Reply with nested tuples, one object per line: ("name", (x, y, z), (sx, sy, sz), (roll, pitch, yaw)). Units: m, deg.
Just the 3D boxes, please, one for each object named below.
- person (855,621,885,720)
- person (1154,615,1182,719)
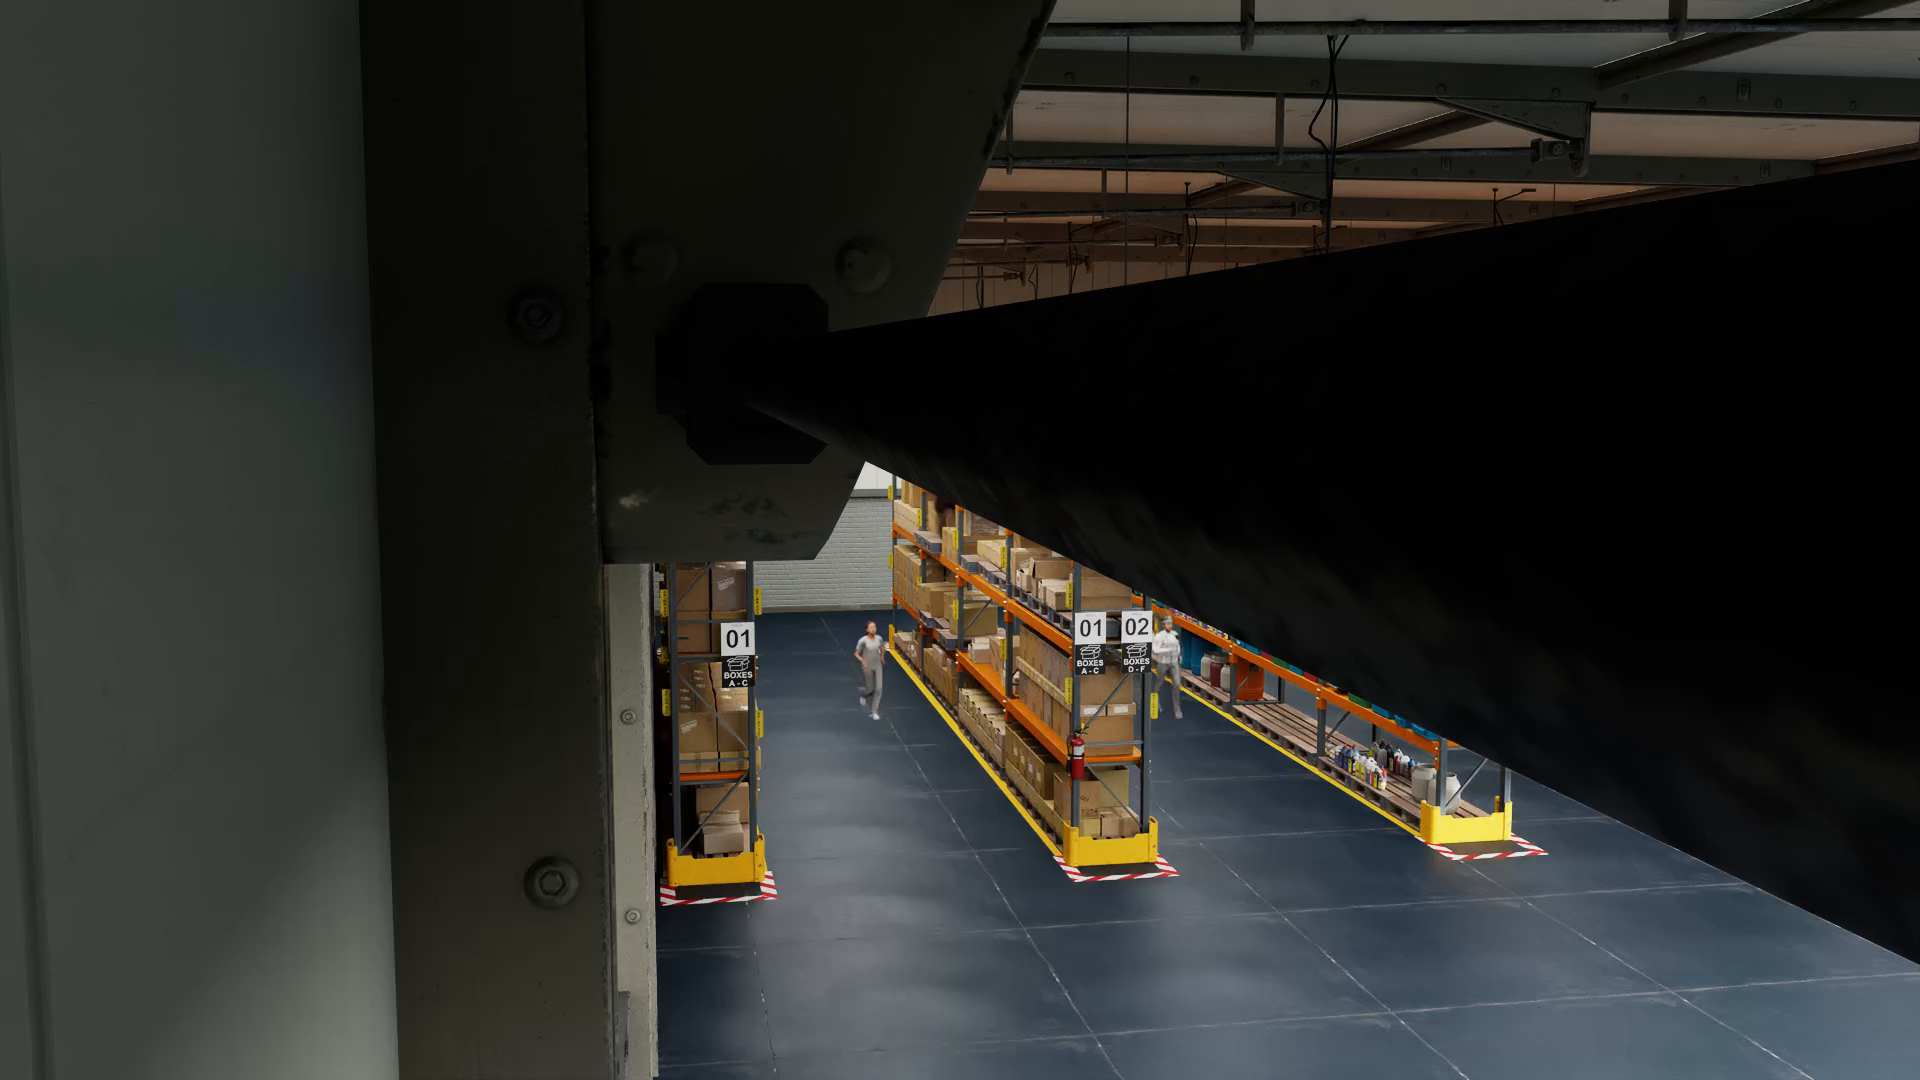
("person", (-1.506, 2.388, 28.225), (0.565, 1.238, 0.731), (-3, 7, -25))
("person", (3.611, 2.143, 28.522), (0.453, 1.736, 0.795), (-2, 6, -16))
